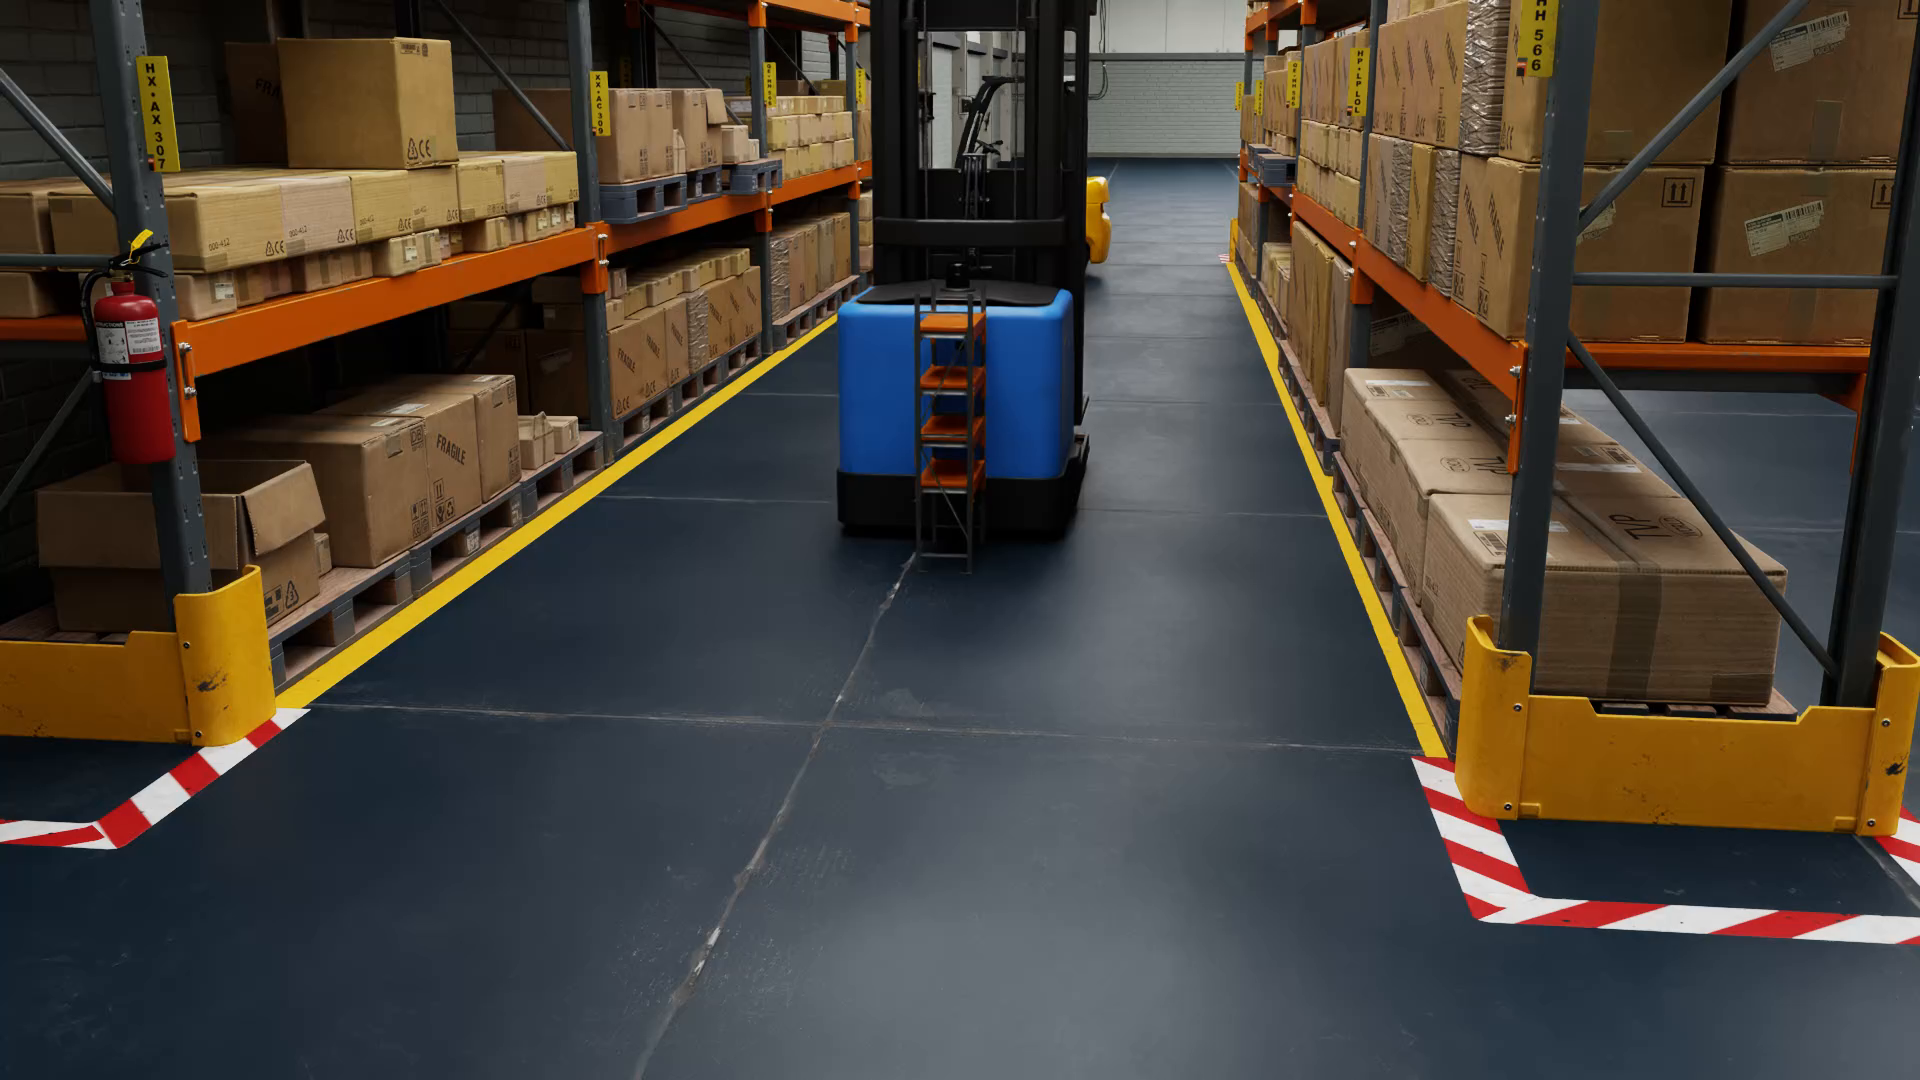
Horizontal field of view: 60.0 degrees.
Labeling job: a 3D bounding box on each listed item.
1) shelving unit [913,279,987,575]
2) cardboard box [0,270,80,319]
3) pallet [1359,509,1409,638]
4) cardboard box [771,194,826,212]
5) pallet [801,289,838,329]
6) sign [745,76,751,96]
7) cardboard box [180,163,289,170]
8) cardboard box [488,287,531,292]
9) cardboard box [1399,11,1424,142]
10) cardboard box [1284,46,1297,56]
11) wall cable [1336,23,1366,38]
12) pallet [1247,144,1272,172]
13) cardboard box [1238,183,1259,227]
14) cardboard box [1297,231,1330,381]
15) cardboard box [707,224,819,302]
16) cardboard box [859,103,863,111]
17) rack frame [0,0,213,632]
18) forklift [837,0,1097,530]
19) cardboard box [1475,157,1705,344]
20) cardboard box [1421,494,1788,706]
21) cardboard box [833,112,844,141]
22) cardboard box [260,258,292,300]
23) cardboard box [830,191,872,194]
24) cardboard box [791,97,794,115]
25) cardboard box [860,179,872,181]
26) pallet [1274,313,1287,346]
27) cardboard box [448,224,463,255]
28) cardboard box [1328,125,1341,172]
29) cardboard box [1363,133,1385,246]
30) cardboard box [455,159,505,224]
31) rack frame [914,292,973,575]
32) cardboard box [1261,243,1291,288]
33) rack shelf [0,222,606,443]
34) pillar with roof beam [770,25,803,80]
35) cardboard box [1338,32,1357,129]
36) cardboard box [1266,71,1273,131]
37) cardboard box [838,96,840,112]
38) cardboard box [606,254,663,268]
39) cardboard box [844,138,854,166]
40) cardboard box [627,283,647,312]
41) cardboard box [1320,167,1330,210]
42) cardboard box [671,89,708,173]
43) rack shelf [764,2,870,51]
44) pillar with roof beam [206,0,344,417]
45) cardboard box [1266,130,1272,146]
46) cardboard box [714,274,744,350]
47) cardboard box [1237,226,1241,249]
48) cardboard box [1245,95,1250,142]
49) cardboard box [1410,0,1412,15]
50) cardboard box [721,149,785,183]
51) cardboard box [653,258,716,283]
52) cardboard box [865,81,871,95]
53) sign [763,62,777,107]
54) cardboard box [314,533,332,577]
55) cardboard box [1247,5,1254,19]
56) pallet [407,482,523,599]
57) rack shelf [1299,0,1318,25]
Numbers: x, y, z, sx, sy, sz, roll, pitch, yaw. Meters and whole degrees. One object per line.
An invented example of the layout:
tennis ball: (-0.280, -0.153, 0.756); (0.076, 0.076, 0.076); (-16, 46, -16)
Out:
shelving unit: (-0.037, -0.497, 7.202); (0.258, 1.200, 0.503); (2, 15, 7)
cardboard box: (-3.102, -0.808, 5.384); (0.380, 0.149, 0.250); (2, 15, 6)
pallet: (2.212, 0.131, 6.773); (1.003, 0.211, 1.213); (2, 15, 6)
cardboard box: (-1.655, -3.439, 17.181); (0.500, 0.250, 0.500); (2, 15, 7)
pallet: (-1.698, -2.092, 14.994); (1.003, 0.211, 1.213); (2, 15, 6)
sign: (-2.070, -4.420, 16.450); (0.100, 0.325, 0.005); (2, 15, 6)
cardboard box: (-2.905, -1.431, 6.925); (0.500, 0.250, 0.500); (2, 15, 6)
cardboard box: (-2.623, -1.417, 9.899); (0.380, 0.149, 0.250); (2, 15, 7)
cardboard box: (2.084, -1.879, 6.756); (0.500, 0.500, 0.500); (2, 15, 7)
cardboard box: (3.810, -4.984, 17.669); (0.700, 0.500, 0.500); (2, 15, 6)
wall cable: (12.421, -17.591, 48.961); (2.305, 6.003, 0.169); (2, 15, 6)
pallet: (3.183, -3.516, 15.285); (1.003, 0.211, 1.213); (2, 15, 6)
cardboard box: (3.497, -3.870, 19.253); (0.500, 0.500, 0.500); (1, 15, 4)
cardboard box: (2.697, -1.534, 10.854); (0.875, 0.875, 0.875); (2, 15, 7)
cardboard box: (-1.744, -2.472, 14.803); (0.875, 0.625, 0.625); (1, 15, 4)
cardboard box: (-1.194, -4.451, 16.942); (0.380, 0.149, 0.250); (2, 15, 8)
rack frame: (-2.873, -0.835, 5.004); (1.000, 3.000, 0.127); (2, 15, 6)
forklift: (0.128, -1.794, 8.681); (1.130, 2.935, 3.031); (2, 15, 7)
cardboard box: (1.851, -0.871, 4.945); (0.500, 0.500, 0.500); (2, 15, 7)
cardboard box: (2.035, 0.170, 5.390); (0.875, 0.438, 0.875); (1, 15, 4)
cardboard box: (-1.371, -3.848, 15.475); (0.500, 0.250, 0.500); (1, 15, 5)
cardboard box: (-2.585, -0.928, 5.827); (0.380, 0.149, 0.250); (1, 15, 6)
cardboard box: (-1.085, -3.554, 17.607); (0.500, 0.250, 0.500); (2, 15, 6)
cardboard box: (-1.593, -3.616, 13.855); (0.380, 0.149, 0.250); (2, 15, 7)
cardboard box: (-1.310, -4.224, 20.084); (0.500, 0.250, 0.500); (1, 15, 5)
pallet: (3.052, -1.621, 13.254); (1.003, 0.211, 1.213); (2, 15, 6)
cardboard box: (-2.417, -1.327, 7.304); (0.380, 0.149, 0.250); (2, 15, 7)
cardboard box: (2.421, -2.282, 9.685); (0.500, 0.250, 0.500); (2, 15, 8)
cardboard box: (2.198, -1.662, 7.869); (0.500, 0.500, 0.500); (2, 15, 8)
cardboard box: (-2.348, -1.545, 7.347); (0.500, 0.250, 0.500); (2, 15, 6)
rack frame: (-0.067, -0.434, 6.968); (0.240, 1.200, 0.015); (2, 15, 7)
cardboard box: (3.357, -2.600, 15.762); (0.950, 0.372, 0.625); (2, 15, 7)
rack shelf: (-2.647, -1.007, 7.016); (1.077, 0.370, 4.000); (2, 15, 6)
pillar with roof beam: (2.236, -7.600, 18.529); (9.100, 9.000, 0.400); (2, 15, 6)
cardboard box: (2.363, -2.516, 9.113); (0.500, 0.500, 0.500); (2, 15, 7)
cardboard box: (2.951, -3.826, 14.499); (0.500, 0.500, 0.500); (2, 15, 6)
cardboard box: (-1.348, -4.146, 15.815); (0.380, 0.149, 0.250); (1, 15, 5)
cardboard box: (-2.344, -1.958, 11.899); (0.380, 0.149, 0.250); (2, 15, 7)
cardboard box: (-1.316, -3.737, 16.022); (0.500, 0.250, 0.500); (2, 15, 8)
cardboard box: (-2.127, -1.479, 10.128); (0.380, 0.149, 0.250); (1, 15, 5)
cardboard box: (2.500, -2.175, 10.247); (0.500, 0.250, 0.500); (2, 15, 6)
cardboard box: (-1.998, -2.580, 10.462); (0.700, 0.500, 0.500); (2, 15, 6)
rack shelf: (-1.293, -5.567, 18.135); (1.077, 0.370, 4.000); (2, 15, 6)
pillar with roof beam: (0.882, -4.488, 7.019); (9.100, 9.000, 0.400); (2, 15, 6)
cardboard box: (3.000, -3.685, 15.221); (0.380, 0.149, 0.250); (2, 15, 7)
cardboard box: (-1.871, -1.661, 12.041); (0.500, 0.500, 0.500); (1, 15, 5)
cardboard box: (3.499, -3.514, 19.374); (0.500, 0.250, 0.500); (2, 15, 6)
cardboard box: (3.425, -4.650, 18.352); (0.500, 0.500, 0.500); (1, 15, 5)
cardboard box: (2.129, -2.300, 7.072); (0.380, 0.149, 0.250); (2, 15, 6)
cardboard box: (-1.677, -2.945, 13.096); (0.500, 0.250, 0.500); (2, 15, 6)
cardboard box: (-1.923, -1.878, 11.602); (0.380, 0.149, 0.250); (2, 15, 8)
cardboard box: (-1.097, -4.727, 17.393); (0.380, 0.149, 0.250); (2, 15, 8)
sign: (-1.430, -3.417, 12.486); (0.100, 0.325, 0.005); (2, 15, 6)
cardboard box: (-2.623, 0.073, 6.301); (0.380, 0.149, 0.250); (1, 15, 4)
cardboard box: (3.505, -6.090, 19.172); (0.380, 0.149, 0.250); (2, 15, 6)
pallet: (-2.635, -0.031, 7.373); (1.003, 0.211, 1.213); (2, 15, 6)
rack shelf: (2.737, -3.347, 9.924); (1.077, 0.370, 4.000); (2, 15, 6)
